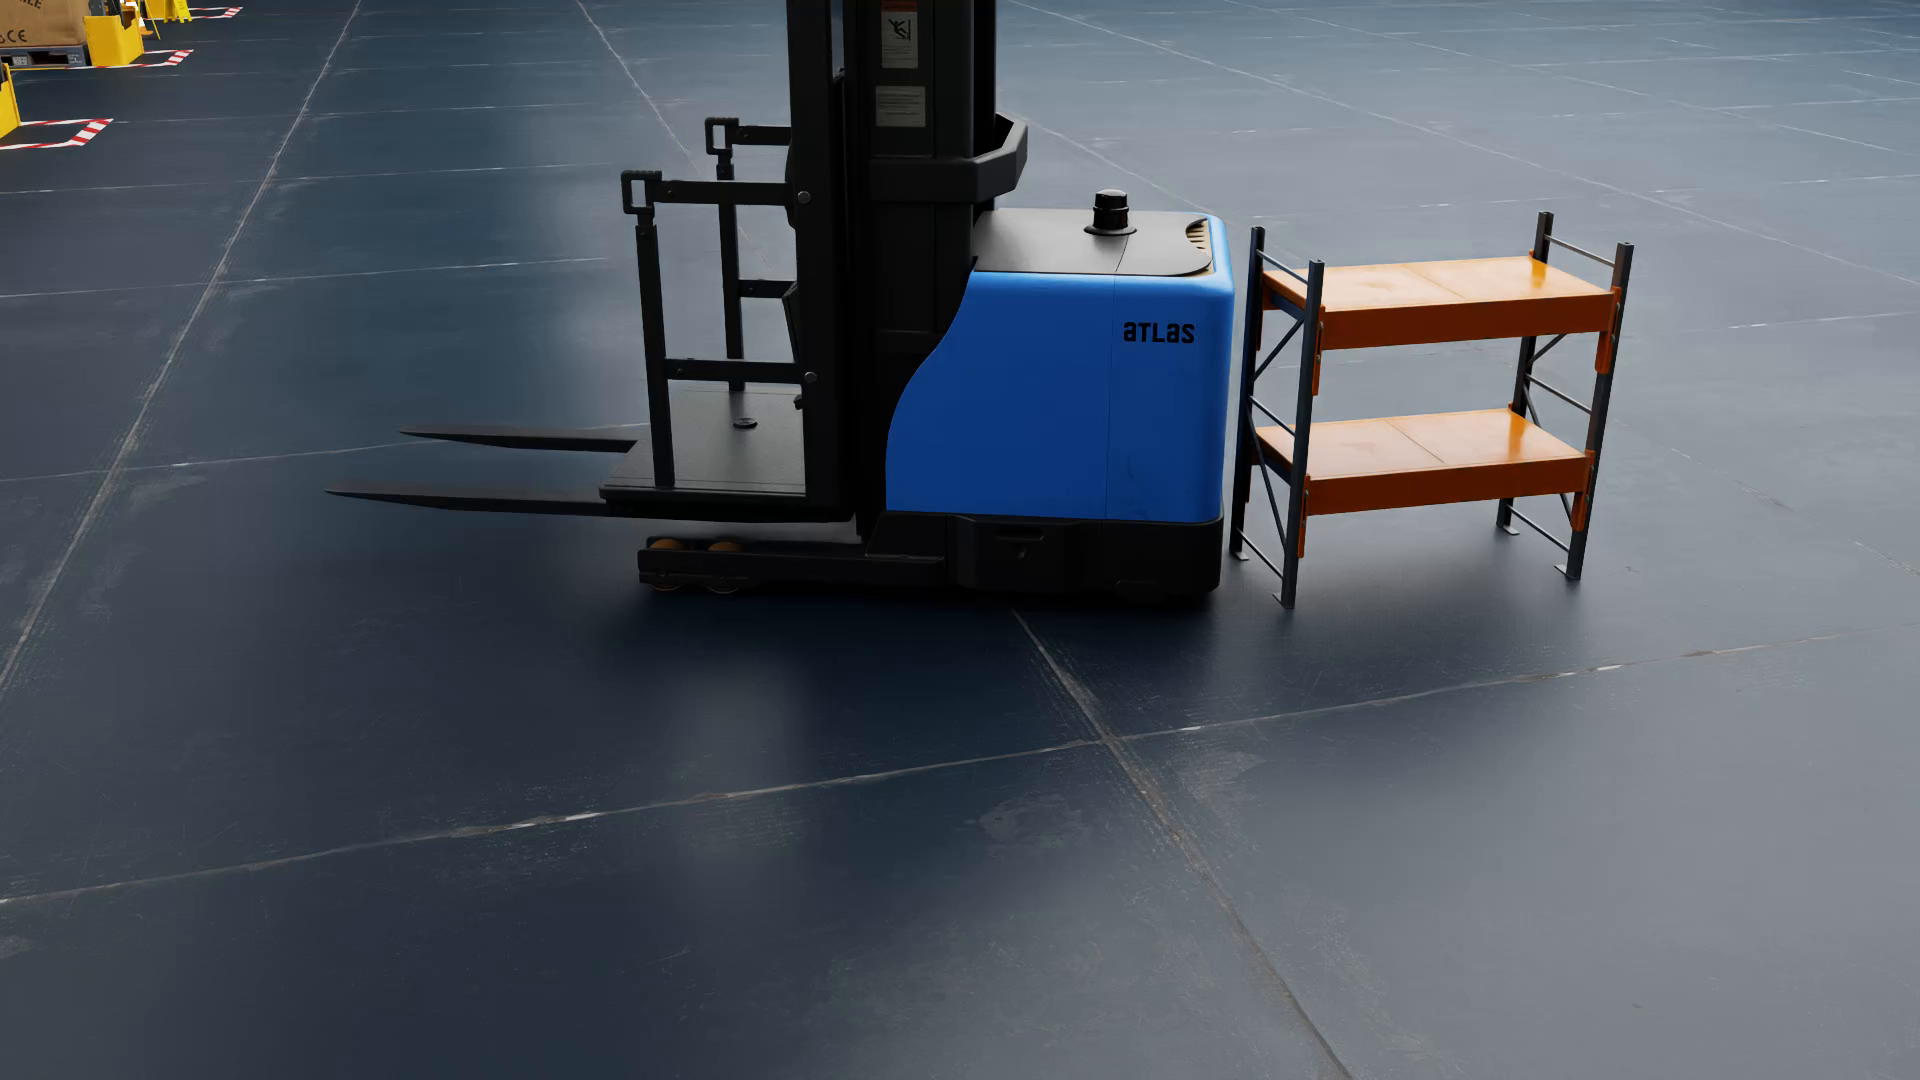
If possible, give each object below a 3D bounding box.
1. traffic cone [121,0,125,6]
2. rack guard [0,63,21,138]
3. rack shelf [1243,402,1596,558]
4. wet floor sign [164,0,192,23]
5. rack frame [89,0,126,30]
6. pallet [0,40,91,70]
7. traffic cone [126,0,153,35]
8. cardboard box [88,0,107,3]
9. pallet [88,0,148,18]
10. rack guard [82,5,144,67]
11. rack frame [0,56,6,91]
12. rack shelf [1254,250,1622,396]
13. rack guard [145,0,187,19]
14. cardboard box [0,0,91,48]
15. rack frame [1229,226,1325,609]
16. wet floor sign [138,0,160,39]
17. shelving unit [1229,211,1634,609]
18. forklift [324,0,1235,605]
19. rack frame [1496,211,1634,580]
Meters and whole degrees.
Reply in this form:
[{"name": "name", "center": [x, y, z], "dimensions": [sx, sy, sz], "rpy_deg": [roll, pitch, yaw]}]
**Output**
[{"name": "traffic cone", "center": [-10.561, -6.706, 20.876], "dimensions": [0.334, 0.463, 0.336], "rpy_deg": [-6, 24, -14]}, {"name": "rack guard", "center": [-7.891, -3.489, 13.330], "dimensions": [0.348, 0.500, 1.175], "rpy_deg": [-6, 24, -14]}, {"name": "rack shelf", "center": [1.498, -0.212, 5.522], "dimensions": [1.000, 0.278, 0.538], "rpy_deg": [-5, 24, -12]}, {"name": "wet floor sign", "center": [-10.023, -6.940, 21.189], "dimensions": [0.232, 0.644, 0.267], "rpy_deg": [2, 23, 4]}, {"name": "rack frame", "center": [-9.061, -6.539, 17.270], "dimensions": [0.127, 3.000, 1.000], "rpy_deg": [-6, 24, -14]}, {"name": "pallet", "center": [-9.809, -5.143, 17.552], "dimensions": [1.213, 0.211, 1.003], "rpy_deg": [-6, 24, -14]}, {"name": "traffic cone", "center": [-9.934, -6.321, 19.979], "dimensions": [0.334, 0.463, 0.336], "rpy_deg": [-6, 24, -14]}, {"name": "cardboard box", "center": [-11.224, -7.146, 21.639], "dimensions": [0.500, 0.250, 0.500], "rpy_deg": [-6, 24, -15]}, {"name": "pallet", "center": [-11.360, -7.045, 21.985], "dimensions": [1.213, 0.211, 1.003], "rpy_deg": [-6, 24, -14]}, {"name": "rack guard", "center": [-9.038, -5.393, 17.769], "dimensions": [0.348, 0.500, 1.175], "rpy_deg": [-6, 24, -14]}, {"name": "rack frame", "center": [-7.818, -4.645, 12.856], "dimensions": [0.127, 3.000, 1.000], "rpy_deg": [-6, 24, -14]}, {"name": "rack shelf", "center": [1.498, -0.706, 5.310], "dimensions": [1.000, 0.278, 0.538], "rpy_deg": [-5, 24, -12]}, {"name": "rack guard", "center": [-10.568, -7.251, 22.098], "dimensions": [0.348, 0.500, 1.175], "rpy_deg": [-6, 24, -14]}, {"name": "cardboard box", "center": [-9.696, -5.659, 17.379], "dimensions": [0.875, 0.875, 0.875], "rpy_deg": [-6, 24, -14]}, {"name": "rack frame", "center": [1.002, -0.393, 5.323], "dimensions": [0.032, 1.125, 0.500], "rpy_deg": [-5, 24, -12]}, {"name": "wet floor sign", "center": [-9.568, -6.212, 19.493], "dimensions": [0.232, 0.644, 0.267], "rpy_deg": [-11, 25, -23]}, {"name": "shelving unit", "center": [1.498, -0.437, 5.425], "dimensions": [1.048, 1.125, 0.538], "rpy_deg": [-5, 24, -12]}, {"name": "forklift", "center": [-0.627, -1.375, 5.320], "dimensions": [3.031, 2.935, 1.130], "rpy_deg": [3, 23, 6]}, {"name": "rack frame", "center": [1.994, -0.481, 5.528], "dimensions": [0.032, 1.125, 0.500], "rpy_deg": [-5, 24, -12]}]
